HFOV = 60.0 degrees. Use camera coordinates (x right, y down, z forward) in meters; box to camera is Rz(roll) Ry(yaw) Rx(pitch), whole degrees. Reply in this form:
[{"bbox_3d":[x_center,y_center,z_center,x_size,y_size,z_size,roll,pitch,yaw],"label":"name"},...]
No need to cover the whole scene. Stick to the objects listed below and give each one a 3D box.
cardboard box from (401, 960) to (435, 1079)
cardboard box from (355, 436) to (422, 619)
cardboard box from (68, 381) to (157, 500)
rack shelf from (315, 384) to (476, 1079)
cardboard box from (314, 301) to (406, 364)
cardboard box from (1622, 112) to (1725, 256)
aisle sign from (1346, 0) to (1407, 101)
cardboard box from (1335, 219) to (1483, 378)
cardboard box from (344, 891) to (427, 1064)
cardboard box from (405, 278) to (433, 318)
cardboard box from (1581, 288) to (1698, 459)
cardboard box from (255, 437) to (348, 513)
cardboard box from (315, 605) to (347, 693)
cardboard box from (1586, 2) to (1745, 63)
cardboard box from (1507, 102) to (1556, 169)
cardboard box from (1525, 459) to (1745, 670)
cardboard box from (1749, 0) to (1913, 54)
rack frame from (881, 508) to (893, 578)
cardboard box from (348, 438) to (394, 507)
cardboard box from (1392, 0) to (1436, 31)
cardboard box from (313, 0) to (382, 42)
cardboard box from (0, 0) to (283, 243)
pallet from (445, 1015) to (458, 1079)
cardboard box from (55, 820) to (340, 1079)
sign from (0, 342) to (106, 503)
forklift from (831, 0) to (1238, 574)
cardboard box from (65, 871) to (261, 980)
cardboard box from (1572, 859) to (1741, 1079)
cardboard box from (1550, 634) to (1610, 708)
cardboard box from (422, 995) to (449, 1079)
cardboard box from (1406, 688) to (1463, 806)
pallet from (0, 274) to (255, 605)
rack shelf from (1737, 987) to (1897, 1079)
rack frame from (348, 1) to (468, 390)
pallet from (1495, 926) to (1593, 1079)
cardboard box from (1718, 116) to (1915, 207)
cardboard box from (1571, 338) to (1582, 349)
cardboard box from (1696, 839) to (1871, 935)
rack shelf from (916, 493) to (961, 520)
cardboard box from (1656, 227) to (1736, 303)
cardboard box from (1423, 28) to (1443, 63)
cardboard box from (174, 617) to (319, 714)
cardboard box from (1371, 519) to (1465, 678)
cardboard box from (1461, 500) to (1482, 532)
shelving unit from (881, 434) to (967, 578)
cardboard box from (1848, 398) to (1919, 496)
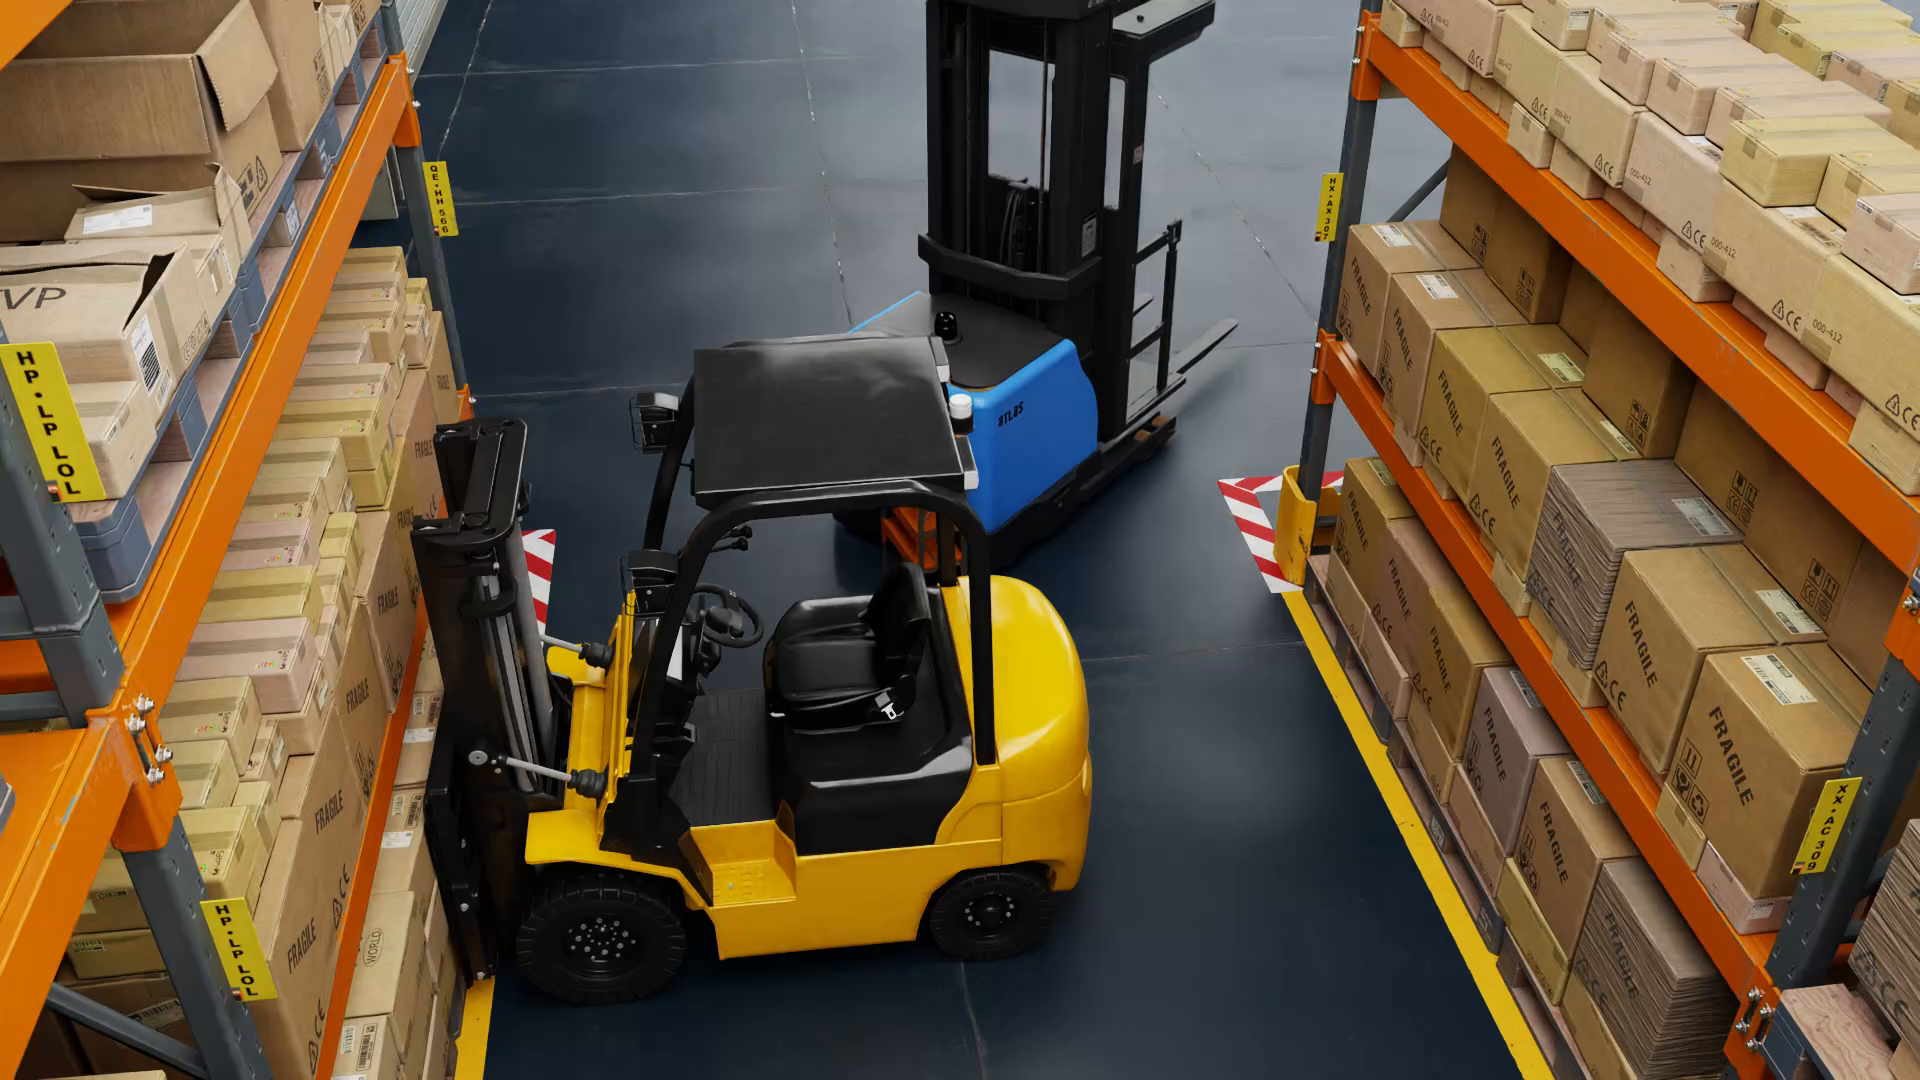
[{"bbox_3d":[-1.999,1.604,5.357,0.500,0.250,0.500,-5,35,-7],"label":"cardboard box"},{"bbox_3d":[-2.251,-0.020,6.027,0.500,0.500,0.500,-5,35,-7],"label":"cardboard box"},{"bbox_3d":[-1.929,-0.201,3.480,0.380,0.149,0.250,-4,34,-5],"label":"cardboard box"},{"bbox_3d":[-2.439,0.604,5.839,1.077,0.370,4.000,-4,35,-6],"label":"rack shelf"},{"bbox_3d":[-2.325,-0.779,6.300,0.380,0.149,0.250,-4,34,-5],"label":"cardboard box"},{"bbox_3d":[2.299,-1.049,4.832,0.500,0.250,0.500,-5,35,-7],"label":"cardboard box"},{"bbox_3d":[1.895,-2.273,7.113,0.394,0.787,0.004,-4,35,-6],"label":"aisle sign"},{"bbox_3d":[1.999,-1.066,7.298,0.500,0.500,0.500,-5,35,-7],"label":"cardboard box"},{"bbox_3d":[-1.983,1.392,5.224,0.500,0.250,0.500,-4,35,-6],"label":"cardboard box"},{"bbox_3d":[-2.383,-0.947,6.811,0.380,0.149,0.250,-4,34,-6],"label":"cardboard box"},{"bbox_3d":[2.656,-0.648,5.796,0.700,0.500,0.500,-5,35,-7],"label":"cardboard box"},{"bbox_3d":[-2.239,-0.202,5.454,0.380,0.149,0.250,-4,34,-6],"label":"cardboard box"},{"bbox_3d":[-2.044,0.338,4.926,0.380,0.149,0.250,-5,35,-7],"label":"cardboard box"},{"bbox_3d":[2.230,-1.587,5.267,0.380,0.149,0.250,-4,34,-5],"label":"cardboard box"},{"bbox_3d":[2.111,-1.393,5.690,0.380,0.149,0.250,-4,34,-6],"label":"cardboard box"},{"bbox_3d":[2.292,0.075,5.623,0.500,0.500,0.500,-3,34,-5],"label":"cardboard box"},{"bbox_3d":[2.788,-1.633,5.334,0.380,0.149,0.250,-4,34,-5],"label":"cardboard box"},{"bbox_3d":[-0.276,-0.303,8.129,0.240,1.200,0.015,-14,37,-19],"label":"rack frame"},{"bbox_3d":[-2.187,-0.233,5.763,0.380,0.149,0.250,-4,34,-6],"label":"cardboard box"},{"bbox_3d":[2.014,-2.187,6.501,0.500,0.250,0.500,-5,35,-7],"label":"cardboard box"},{"bbox_3d":[-2.407,-2.077,5.920,0.500,0.500,0.500,-3,34,-5],"label":"cardboard box"},{"bbox_3d":[-2.327,-1.170,4.586,0.797,0.503,0.637,-3,34,-5],"label":"cardboard box"},{"bbox_3d":[-2.235,2.128,5.440,1.003,0.211,1.213,-4,35,-6],"label":"pallet"},{"bbox_3d":[-1.971,1.114,4.363,0.500,0.500,0.500,-5,35,-8],"label":"cardboard box"},{"bbox_3d":[-1.633,-0.207,2.988,0.100,0.325,0.005,-4,35,-6],"label":"sign"},{"bbox_3d":[0.581,-1.811,8.805,1.130,2.935,3.031,22,40,29],"label":"forklift"},{"bbox_3d":[-1.952,0.915,4.078,0.380,0.149,0.250,-5,35,-7],"label":"cardboard box"},{"bbox_3d":[2.403,1.388,5.453,0.500,0.500,0.500,-5,35,-7],"label":"cardboard box"},{"bbox_3d":[2.263,0.425,5.685,0.380,0.149,0.250,-5,35,-7],"label":"cardboard box"},{"bbox_3d":[-1.990,1.808,5.502,0.500,0.250,0.500,-5,35,-7],"label":"cardboard box"},{"bbox_3d":[2.192,0.835,6.930,0.500,0.250,0.500,-2,34,-3],"label":"cardboard box"},{"bbox_3d":[-2.310,-0.254,3.875,1.003,0.211,1.213,-4,35,-6],"label":"pallet"},{"bbox_3d":[3.017,2.458,3.119,1.077,0.370,4.000,-4,35,-6],"label":"rack shelf"},{"bbox_3d":[-2.708,-0.810,7.274,1.000,3.000,0.127,-4,35,-6],"label":"rack frame"},{"bbox_3d":[2.623,1.825,5.885,1.003,0.211,1.213,-4,35,-6],"label":"pallet"},{"bbox_3d":[2.267,-1.007,4.416,0.380,0.149,0.250,-3,34,-5],"label":"cardboard box"},{"bbox_3d":[2.683,-0.511,6.483,0.500,0.500,0.500,-5,35,-7],"label":"cardboard box"},{"bbox_3d":[2.403,0.992,4.854,0.380,0.149,0.250,-5,35,-7],"label":"cardboard box"},{"bbox_3d":[-0.179,-0.306,7.856,0.258,0.148,0.480,-14,37,-19],"label":"rack shelf"},{"bbox_3d":[2.279,-0.820,4.848,0.380,0.149,0.250,-3,34,-5],"label":"cardboard box"},{"bbox_3d":[2.057,-1.974,6.542,0.380,0.149,0.250,-5,35,-8],"label":"cardboard box"},{"bbox_3d":[-2.019,0.358,4.633,0.380,0.149,0.250,-4,34,-5],"label":"cardboard box"},{"bbox_3d":[2.123,0.241,7.136,0.500,0.500,0.500,-6,35,-8],"label":"cardboard box"},{"bbox_3d":[2.206,-0.155,6.536,0.380,0.149,0.250,-3,34,-5],"label":"cardboard box"},{"bbox_3d":[-0.179,-0.177,7.944,0.258,1.200,0.503,-14,37,-19],"label":"shelving unit"},{"bbox_3d":[2.403,-0.244,4.004,0.380,0.149,0.250,-4,34,-6],"label":"cardboard box"}]
